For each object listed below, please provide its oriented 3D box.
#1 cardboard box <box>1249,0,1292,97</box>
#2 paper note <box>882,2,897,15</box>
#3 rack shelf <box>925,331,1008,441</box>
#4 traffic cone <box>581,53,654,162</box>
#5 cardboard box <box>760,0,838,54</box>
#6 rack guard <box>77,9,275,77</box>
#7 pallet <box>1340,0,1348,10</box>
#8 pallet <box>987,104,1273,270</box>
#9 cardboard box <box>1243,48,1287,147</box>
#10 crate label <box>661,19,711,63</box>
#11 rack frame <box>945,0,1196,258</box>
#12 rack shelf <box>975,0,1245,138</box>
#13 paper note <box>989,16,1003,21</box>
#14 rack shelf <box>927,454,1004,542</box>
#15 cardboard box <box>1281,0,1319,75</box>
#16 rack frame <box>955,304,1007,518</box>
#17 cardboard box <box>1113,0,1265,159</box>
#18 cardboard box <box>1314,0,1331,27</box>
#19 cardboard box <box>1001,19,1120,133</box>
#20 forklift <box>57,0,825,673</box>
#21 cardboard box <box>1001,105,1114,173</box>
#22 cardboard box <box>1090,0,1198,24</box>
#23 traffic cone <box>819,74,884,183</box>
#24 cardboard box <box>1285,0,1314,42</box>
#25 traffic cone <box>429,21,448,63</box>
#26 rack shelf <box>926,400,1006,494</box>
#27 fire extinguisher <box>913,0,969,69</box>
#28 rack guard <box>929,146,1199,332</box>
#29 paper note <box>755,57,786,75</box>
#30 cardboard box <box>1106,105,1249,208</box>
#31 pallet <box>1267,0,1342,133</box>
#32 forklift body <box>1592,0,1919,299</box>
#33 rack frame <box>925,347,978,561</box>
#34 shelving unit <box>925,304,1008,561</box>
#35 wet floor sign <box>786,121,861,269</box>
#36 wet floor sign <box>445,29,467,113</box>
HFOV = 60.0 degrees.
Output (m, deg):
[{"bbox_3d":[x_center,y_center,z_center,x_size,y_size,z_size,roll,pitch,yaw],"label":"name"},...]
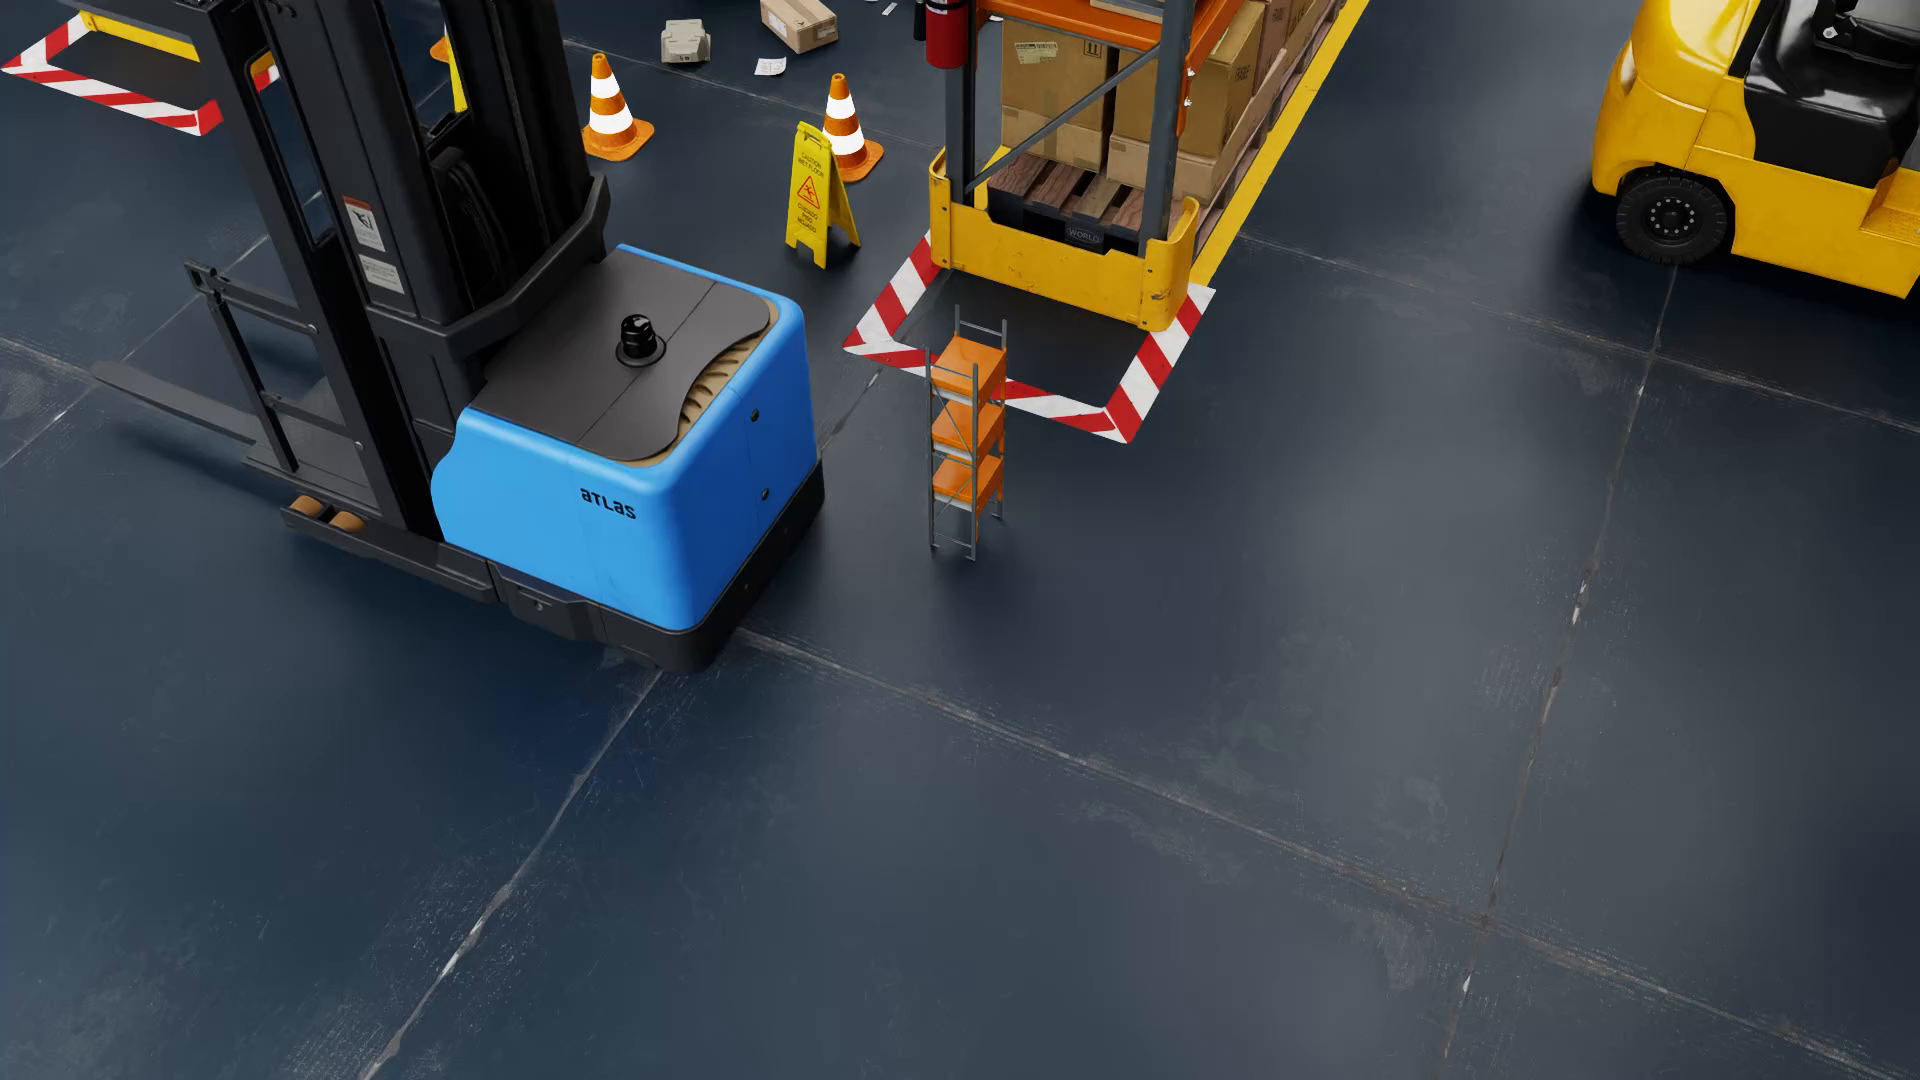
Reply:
[{"bbox_3d":[1.236,-2.460,7.726,0.500,0.500,0.500,18,52,15],"label":"cardboard box"},{"bbox_3d":[-0.380,-2.877,9.007,0.032,0.001,0.123,20,52,16],"label":"paper note"},{"bbox_3d":[0.023,-0.554,5.989,0.215,0.259,0.240,20,52,16],"label":"rack shelf"},{"bbox_3d":[-1.719,-2.150,8.090,0.336,0.463,0.334,20,52,16],"label":"traffic cone"},{"bbox_3d":[-0.854,-2.764,8.820,0.250,0.149,0.380,-28,55,-22],"label":"cardboard box"},{"bbox_3d":[-4.116,-2.843,8.656,1.175,0.500,0.348,20,52,16],"label":"rack guard"},{"bbox_3d":[1.867,-3.506,9.410,1.003,0.211,1.213,20,52,16],"label":"pallet"},{"bbox_3d":[0.824,-1.826,7.980,1.003,0.211,1.213,20,52,16],"label":"pallet"},{"bbox_3d":[1.232,-2.188,7.987,0.500,0.250,0.500,22,53,17],"label":"cardboard box"},{"bbox_3d":[-1.439,-2.606,8.692,0.250,0.136,0.298,-4,50,-3],"label":"crate label"},{"bbox_3d":[0.413,-2.129,6.407,1.000,3.000,0.127,20,52,16],"label":"rack frame"},{"bbox_3d":[1.267,-3.273,7.853,1.077,0.370,4.000,20,52,16],"label":"rack shelf"},{"bbox_3d":[0.203,-2.852,8.971,0.142,0.019,0.148,4,50,3],"label":"paper note"},{"bbox_3d":[0.023,-0.190,6.416,0.215,0.259,0.240,20,52,16],"label":"rack shelf"},{"bbox_3d":[1.454,-2.568,8.311,0.500,0.250,0.500,23,53,18],"label":"cardboard box"},{"bbox_3d":[0.075,-0.461,6.268,0.200,1.050,0.008,20,52,16],"label":"rack frame"},{"bbox_3d":[1.017,-2.099,7.419,0.500,0.500,0.500,18,52,15],"label":"cardboard box"},{"bbox_3d":[1.672,-2.915,8.606,0.500,0.250,0.500,21,53,17],"label":"cardboard box"},{"bbox_3d":[0.519,-2.253,7.550,0.500,0.500,0.500,20,53,16],"label":"cardboard box"},{"bbox_3d":[-2.095,-1.244,5.699,3.031,2.935,1.130,20,52,16],"label":"forklift"},{"bbox_3d":[0.525,-2.035,7.857,0.500,0.250,0.500,20,52,16],"label":"cardboard box"},{"bbox_3d":[0.745,-2.214,6.644,0.380,0.149,0.250,20,52,16],"label":"cardboard box"},{"bbox_3d":[-0.570,-2.023,7.982,0.336,0.463,0.334,20,52,16],"label":"traffic cone"},{"bbox_3d":[1.458,-2.803,8.018,0.500,0.500,0.500,21,53,17],"label":"cardboard box"},{"bbox_3d":[-2.595,-2.751,8.603,0.336,0.463,0.334,20,52,16],"label":"traffic cone"},{"bbox_3d":[0.023,-0.370,6.205,0.215,0.259,0.240,20,52,16],"label":"rack shelf"},{"bbox_3d":[-0.053,-2.175,6.497,0.296,0.674,0.183,20,52,16],"label":"fire extinguisher"},{"bbox_3d":[0.445,-1.371,7.404,1.175,0.500,0.348,20,52,16],"label":"rack guard"},{"bbox_3d":[-0.983,-2.465,8.643,0.148,0.019,0.142,4,50,3],"label":"paper note"},{"bbox_3d":[1.007,-1.839,7.690,0.500,0.250,0.500,19,52,16],"label":"cardboard box"},{"bbox_3d":[1.347,-2.663,8.692,1.003,0.211,1.213,20,52,16],"label":"pallet"},{"bbox_3d":[4.063,-2.141,6.974,2.313,2.155,1.214,20,52,16],"label":"forklift body"},{"bbox_3d":[-0.029,-0.293,6.125,0.200,1.050,0.008,20,52,16],"label":"rack frame"},{"bbox_3d":[0.023,-0.377,6.197,0.215,1.050,0.252,20,52,16],"label":"shelving unit"},{"bbox_3d":[-0.636,-1.583,7.489,0.232,0.644,0.267,-37,59,-27],"label":"wet floor sign"},{"bbox_3d":[-2.328,-2.243,8.050,0.267,0.644,0.232,12,51,10],"label":"wet floor sign"}]
